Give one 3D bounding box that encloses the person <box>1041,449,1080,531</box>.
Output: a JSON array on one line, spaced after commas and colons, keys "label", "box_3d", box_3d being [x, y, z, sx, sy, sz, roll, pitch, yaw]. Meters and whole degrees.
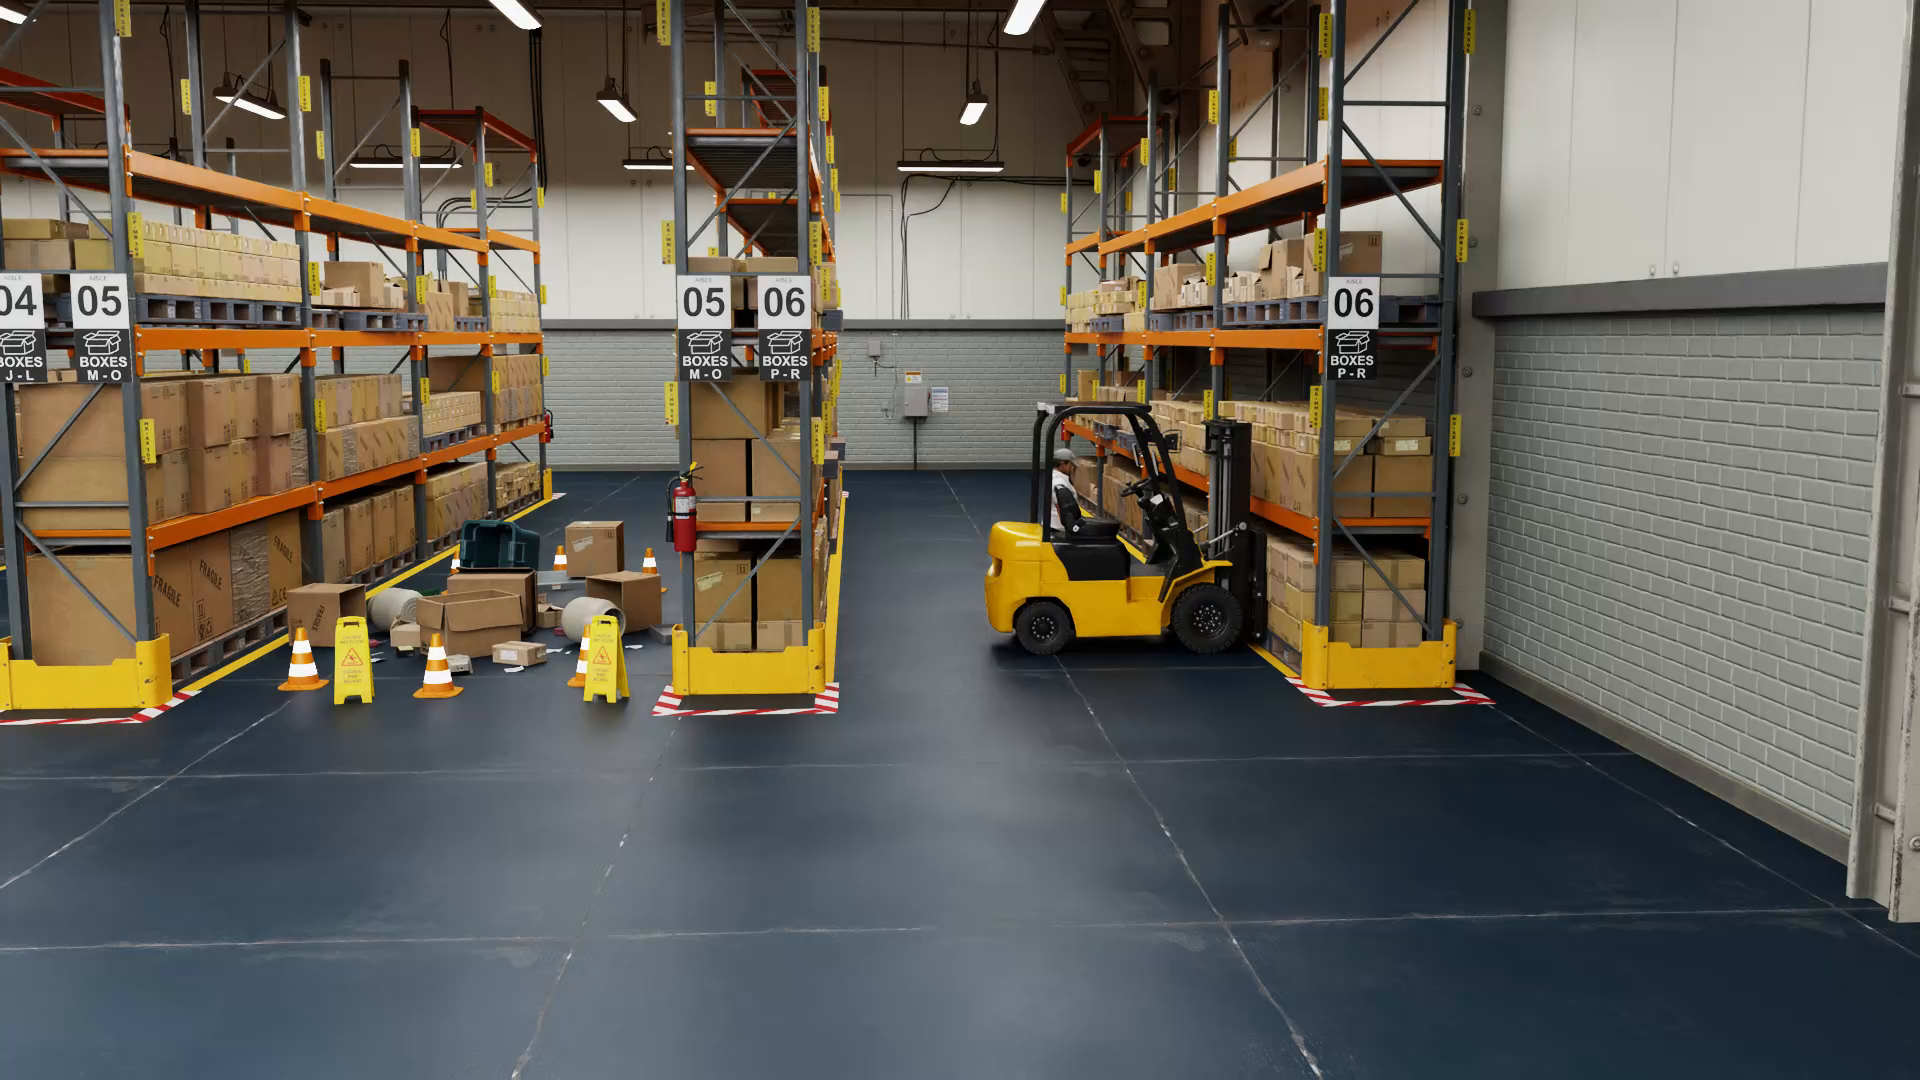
[{"label": "person", "box_3d": [0.995, -0.079, 16.474, 0.394, 1.652, 0.475, 0, 7, -3]}]
